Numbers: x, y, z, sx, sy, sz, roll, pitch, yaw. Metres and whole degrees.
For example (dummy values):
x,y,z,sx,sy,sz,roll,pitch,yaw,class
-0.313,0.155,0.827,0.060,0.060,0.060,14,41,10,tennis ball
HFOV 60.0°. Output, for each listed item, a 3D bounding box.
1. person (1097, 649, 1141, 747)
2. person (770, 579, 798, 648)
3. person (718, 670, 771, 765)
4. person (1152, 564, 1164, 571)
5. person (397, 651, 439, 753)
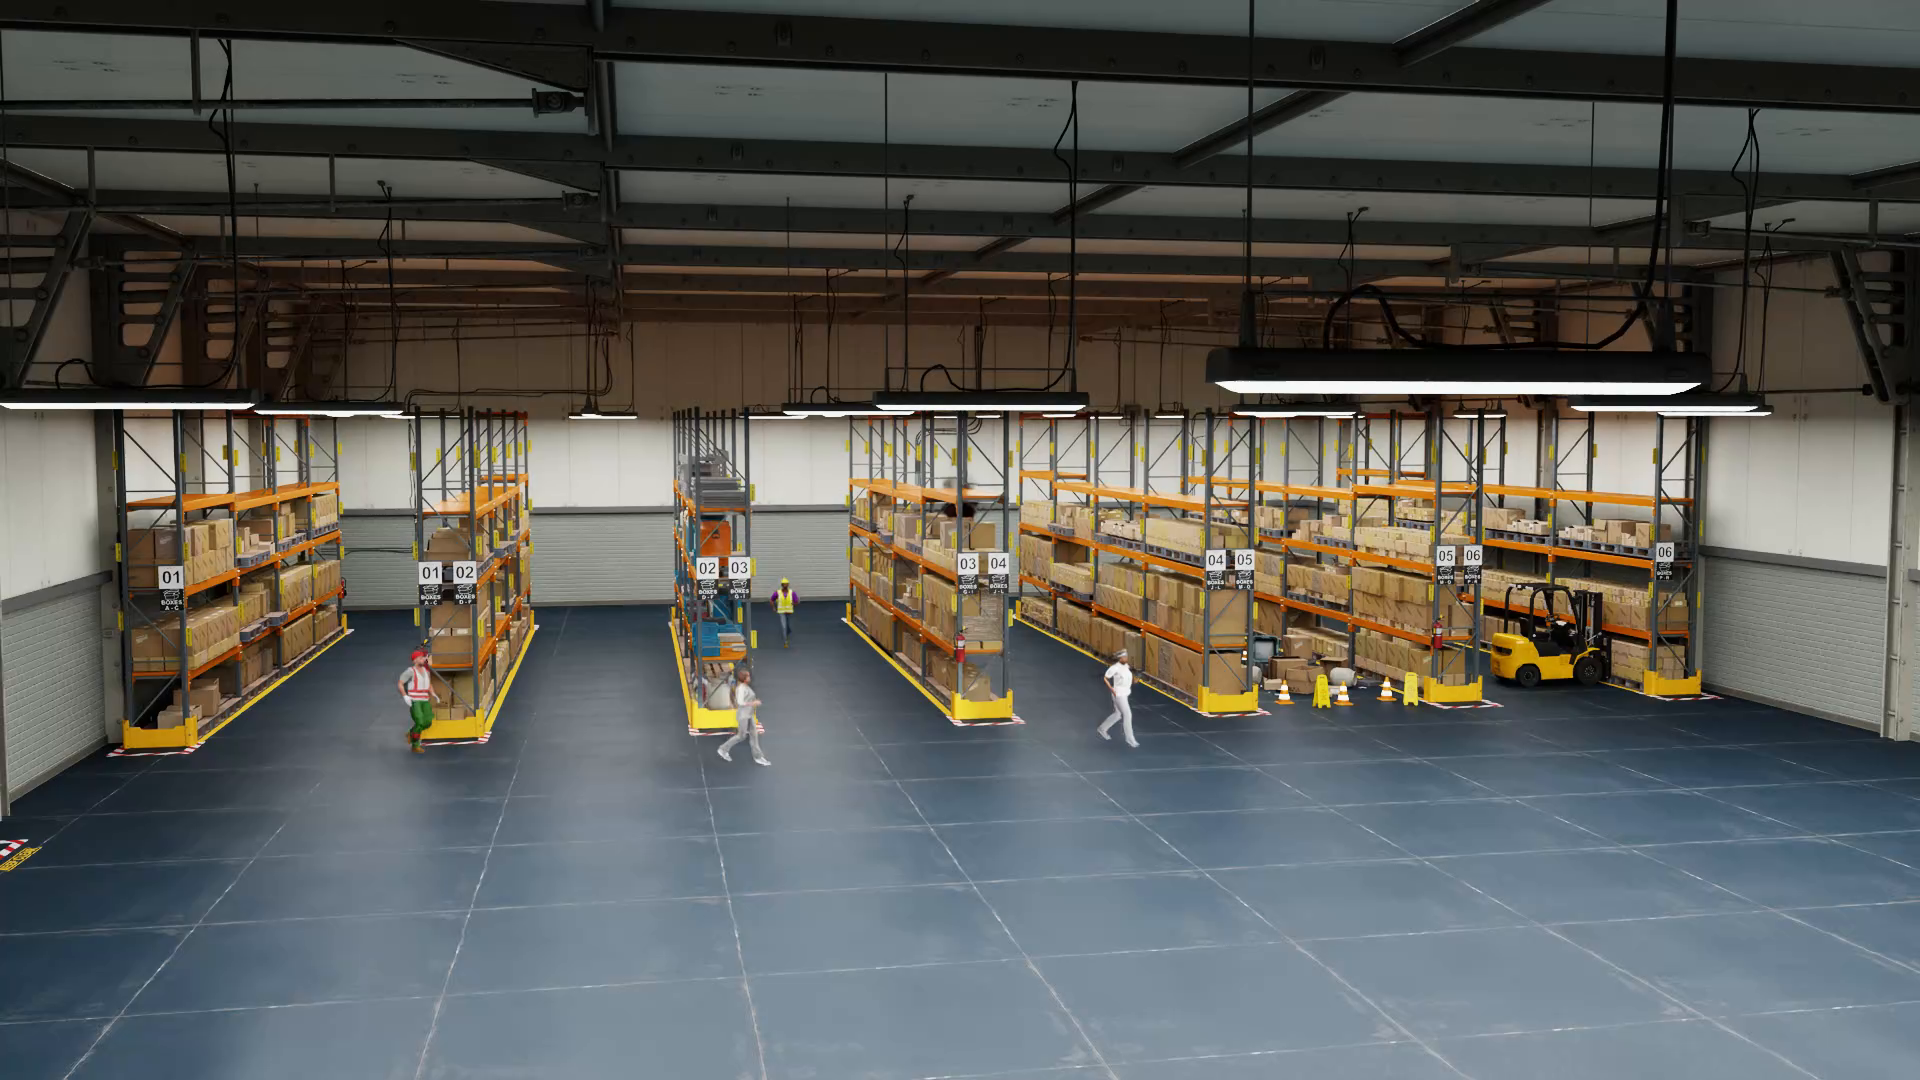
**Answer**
x,y,z,sx,sy,sz,roll,pitch,yaw,class
2.837,2.782,29.527,0.866,1.723,0.561,2,5,30,person
-4.447,1.854,42.224,0.714,1.740,0.856,-1,4,-16,person
-3.583,2.942,27.581,0.877,1.596,0.532,1,4,8,person
6.034,1.258,50.859,0.586,1.696,0.740,0,4,-4,person
-9.423,2.813,28.942,0.542,1.724,0.717,3,5,32,person
